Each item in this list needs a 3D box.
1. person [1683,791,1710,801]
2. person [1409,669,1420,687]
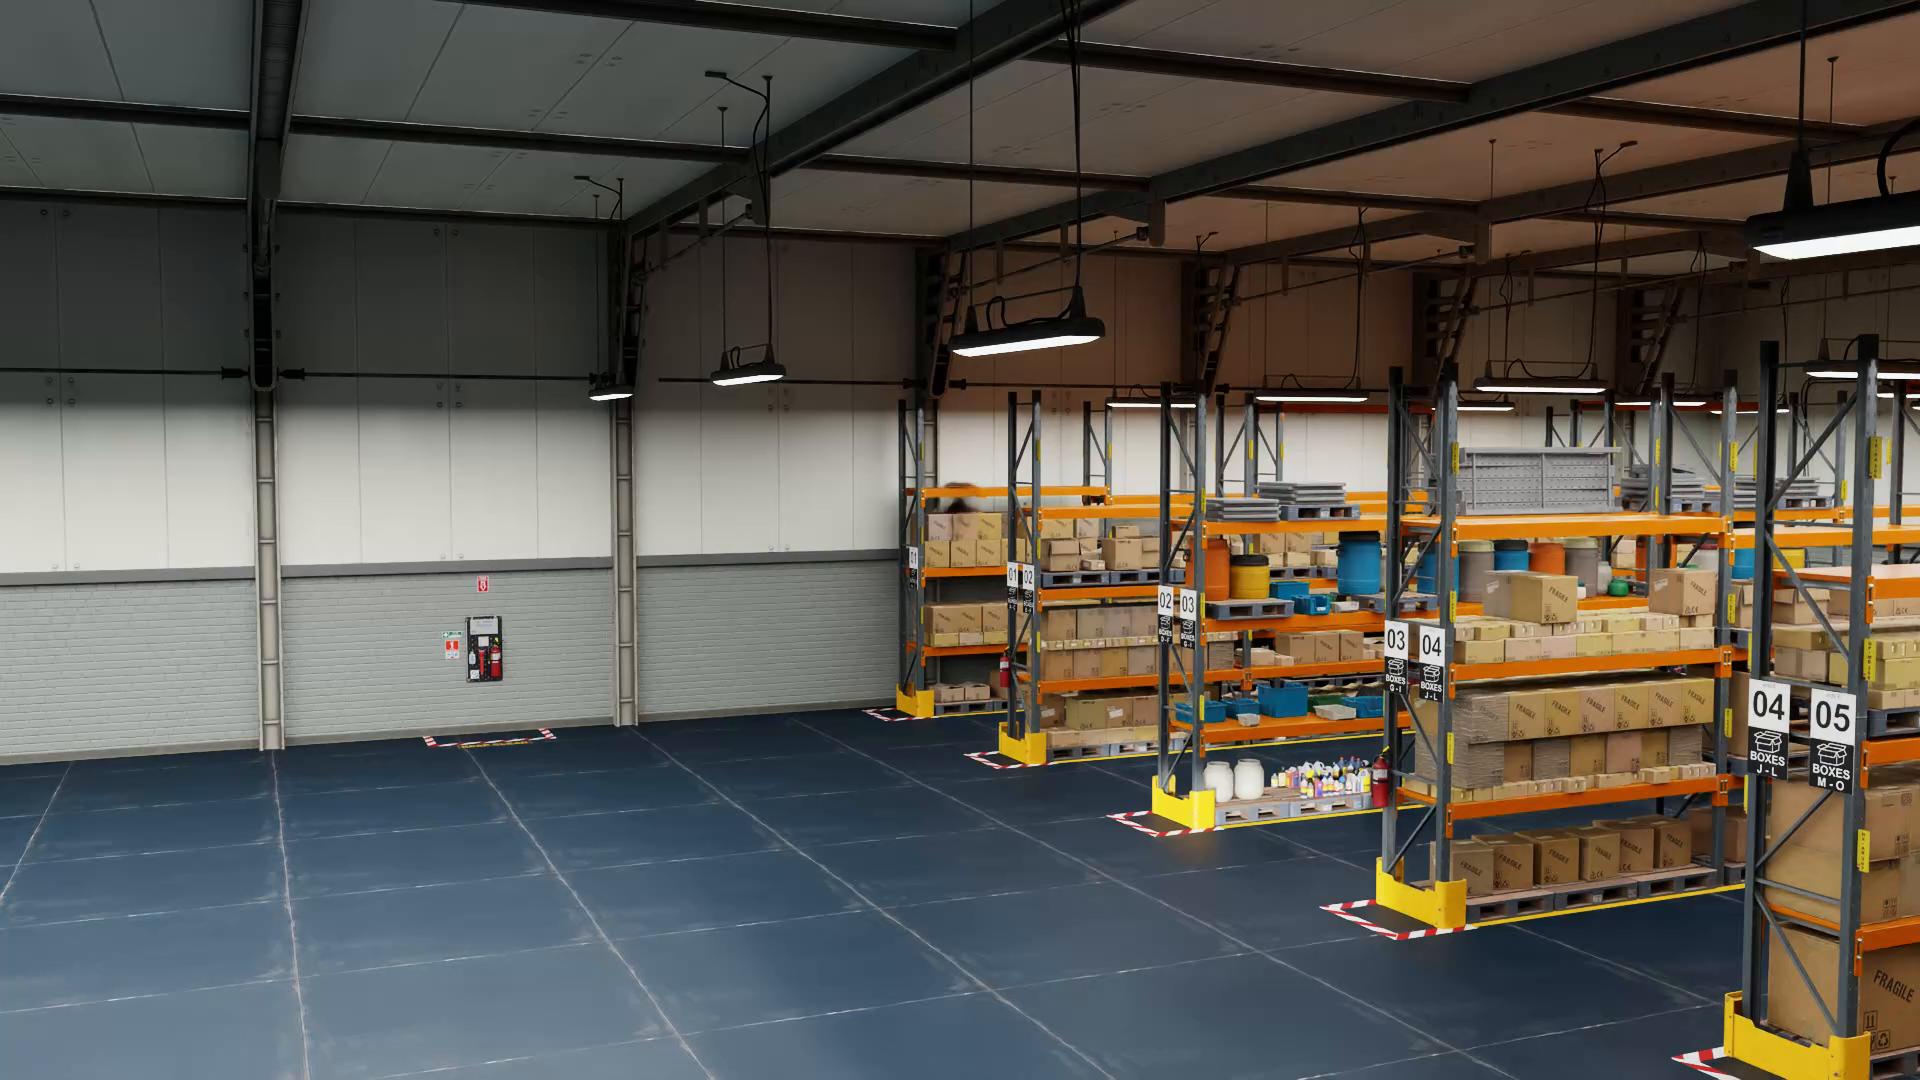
[{"bbox_3d":[10.760,2.885,24.108,1.018,1.730,0.690,-2,4,-32],"label":"person"},{"bbox_3d":[9.157,2.400,33.100,0.928,1.650,0.499,-1,4,-19],"label":"person"}]
